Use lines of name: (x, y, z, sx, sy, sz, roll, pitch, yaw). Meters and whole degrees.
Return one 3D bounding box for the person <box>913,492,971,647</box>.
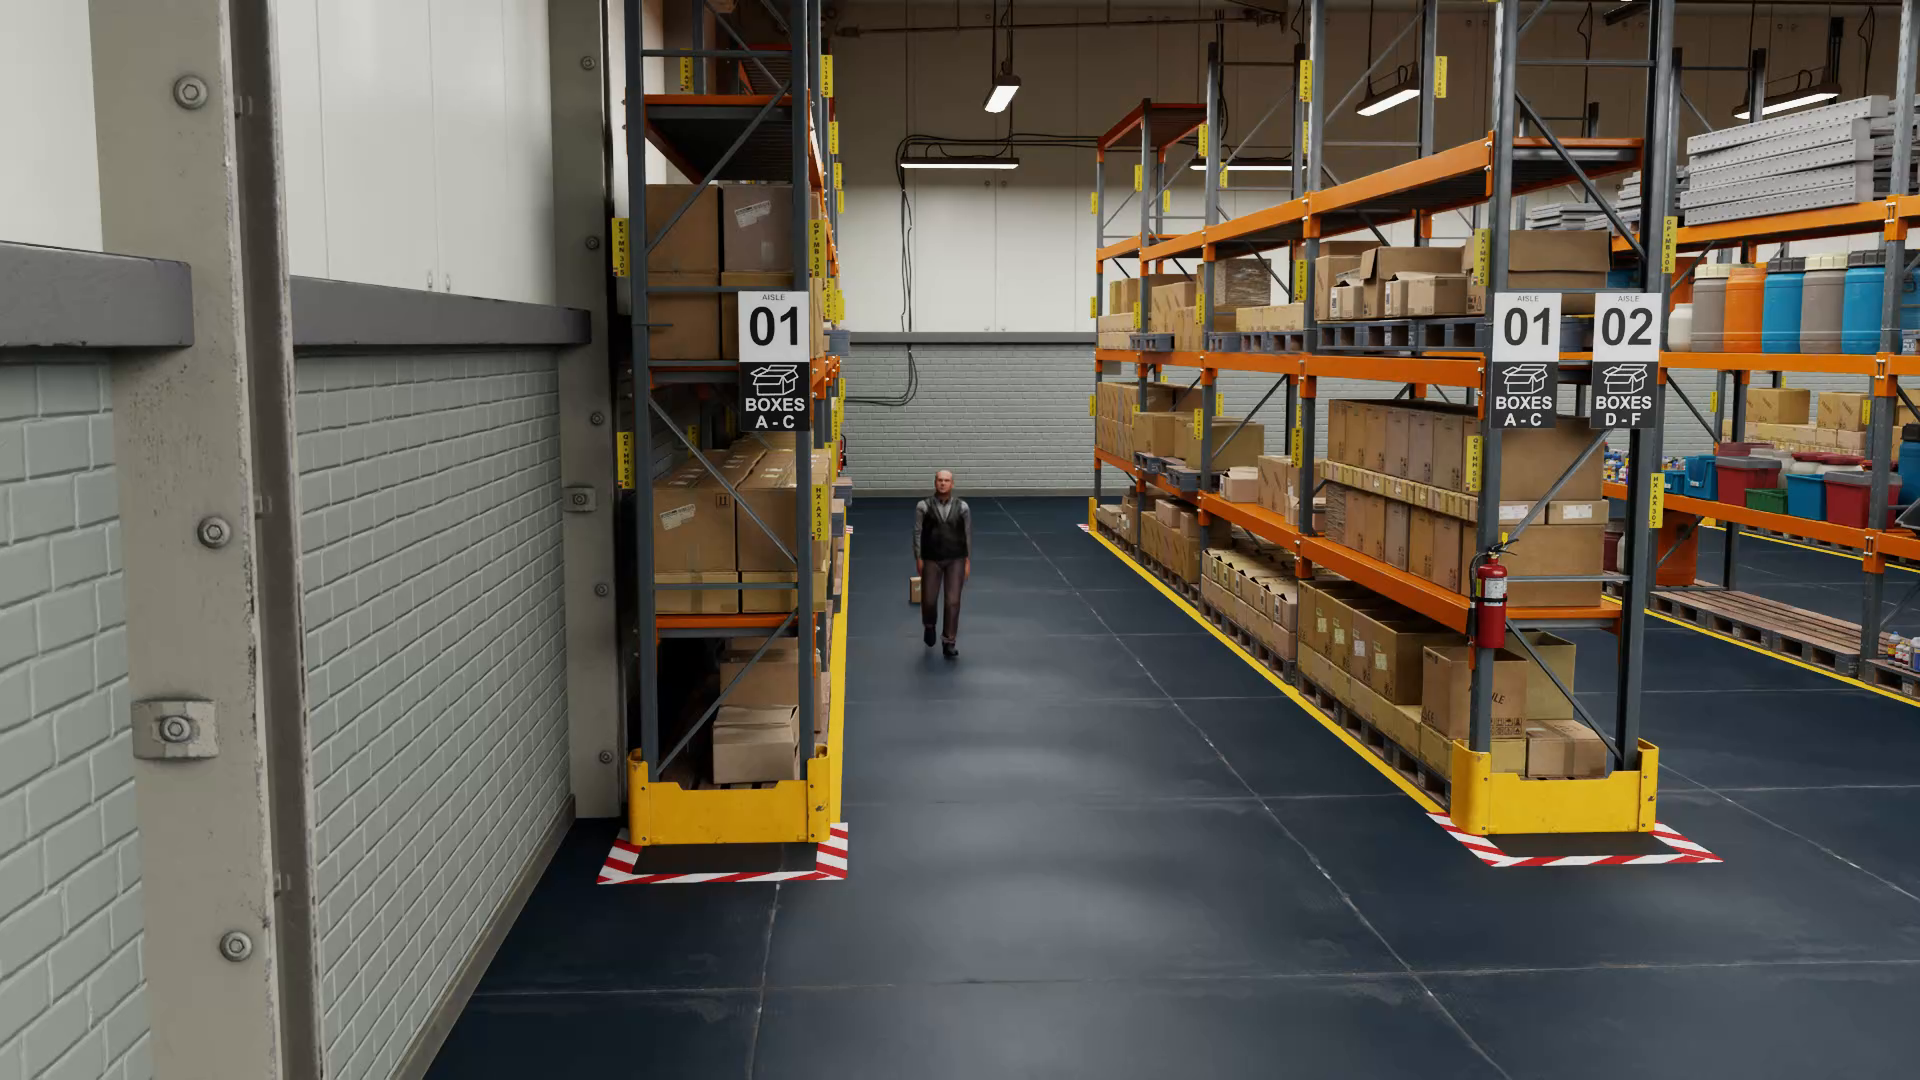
person: (-0.164, 0.276, 15.493, 0.539, 1.450, 0.484, -1, 7, -7)
